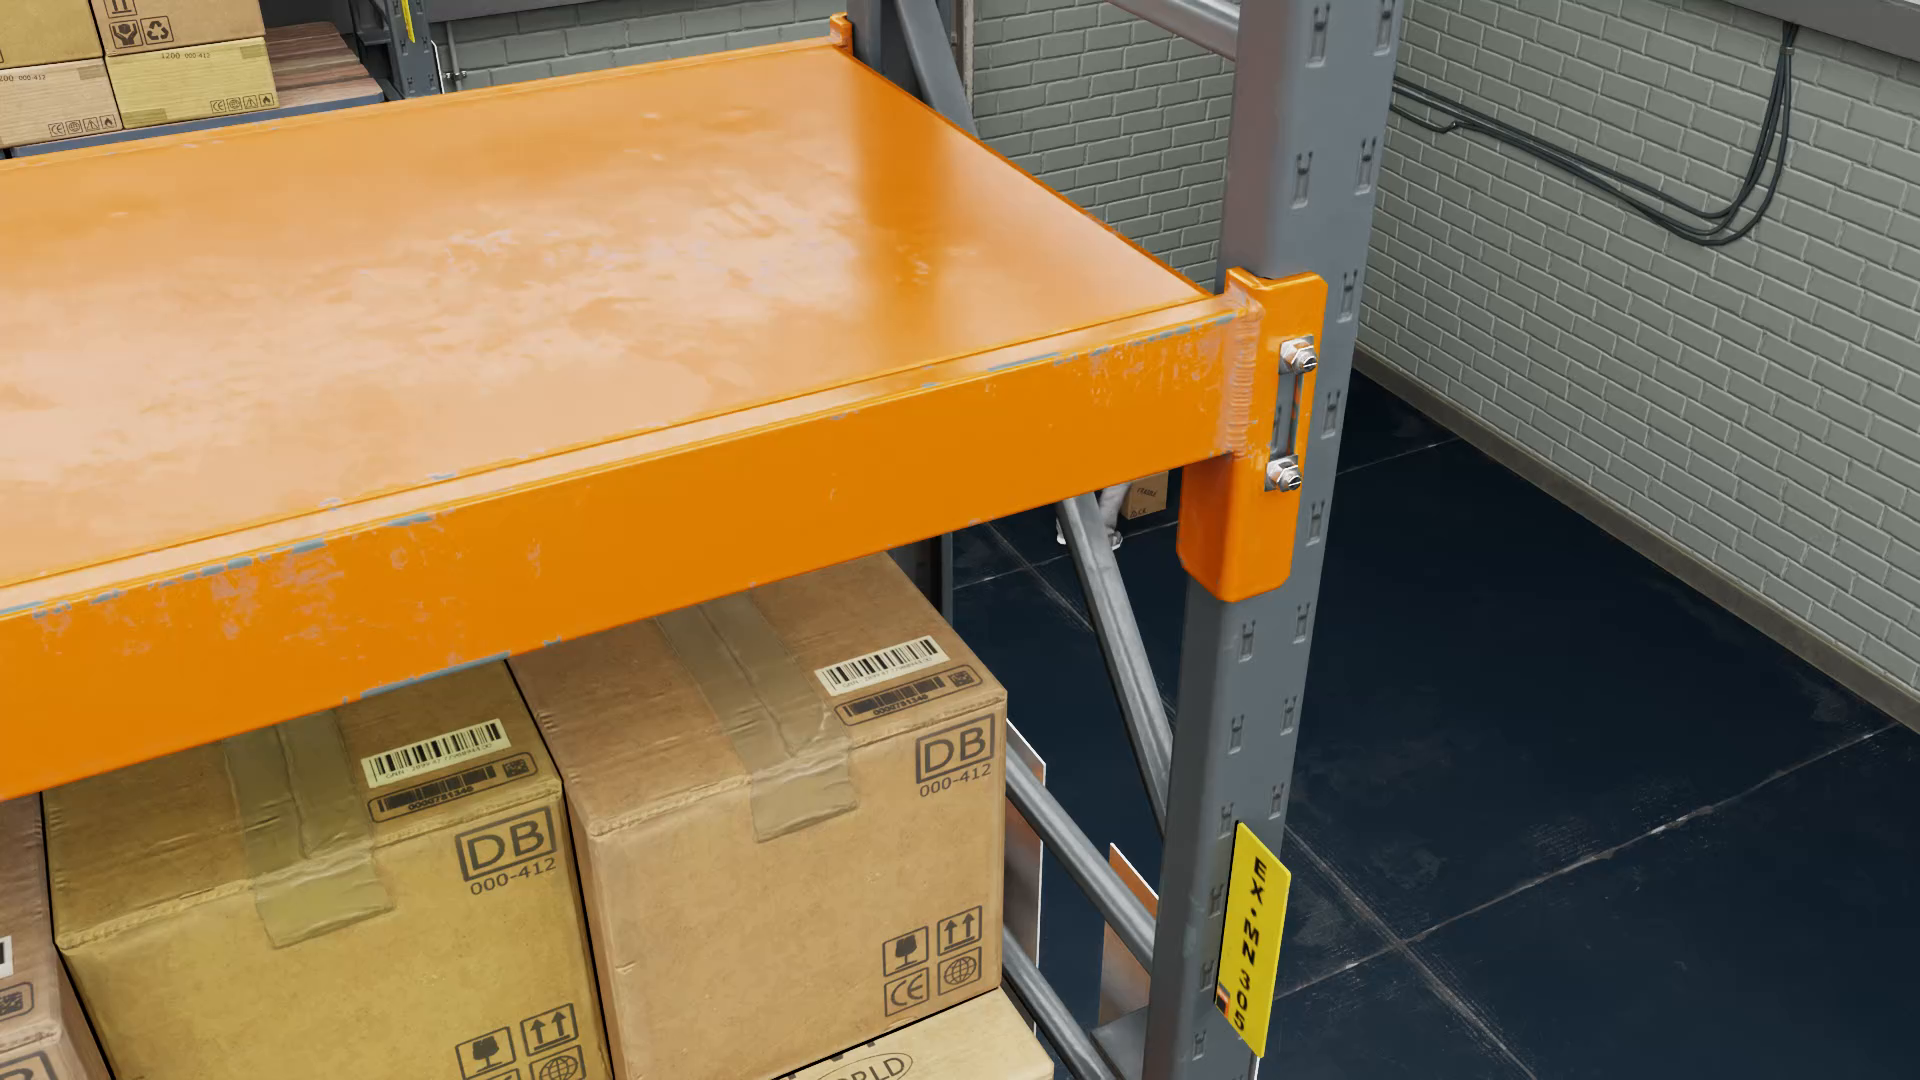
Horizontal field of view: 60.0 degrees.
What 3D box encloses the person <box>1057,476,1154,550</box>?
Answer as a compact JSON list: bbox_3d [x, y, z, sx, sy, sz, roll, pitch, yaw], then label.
[{"bbox_3d":[0.757,-0.398,8.898,0.439,0.850,0.822,22,39,30],"label":"person"}]
